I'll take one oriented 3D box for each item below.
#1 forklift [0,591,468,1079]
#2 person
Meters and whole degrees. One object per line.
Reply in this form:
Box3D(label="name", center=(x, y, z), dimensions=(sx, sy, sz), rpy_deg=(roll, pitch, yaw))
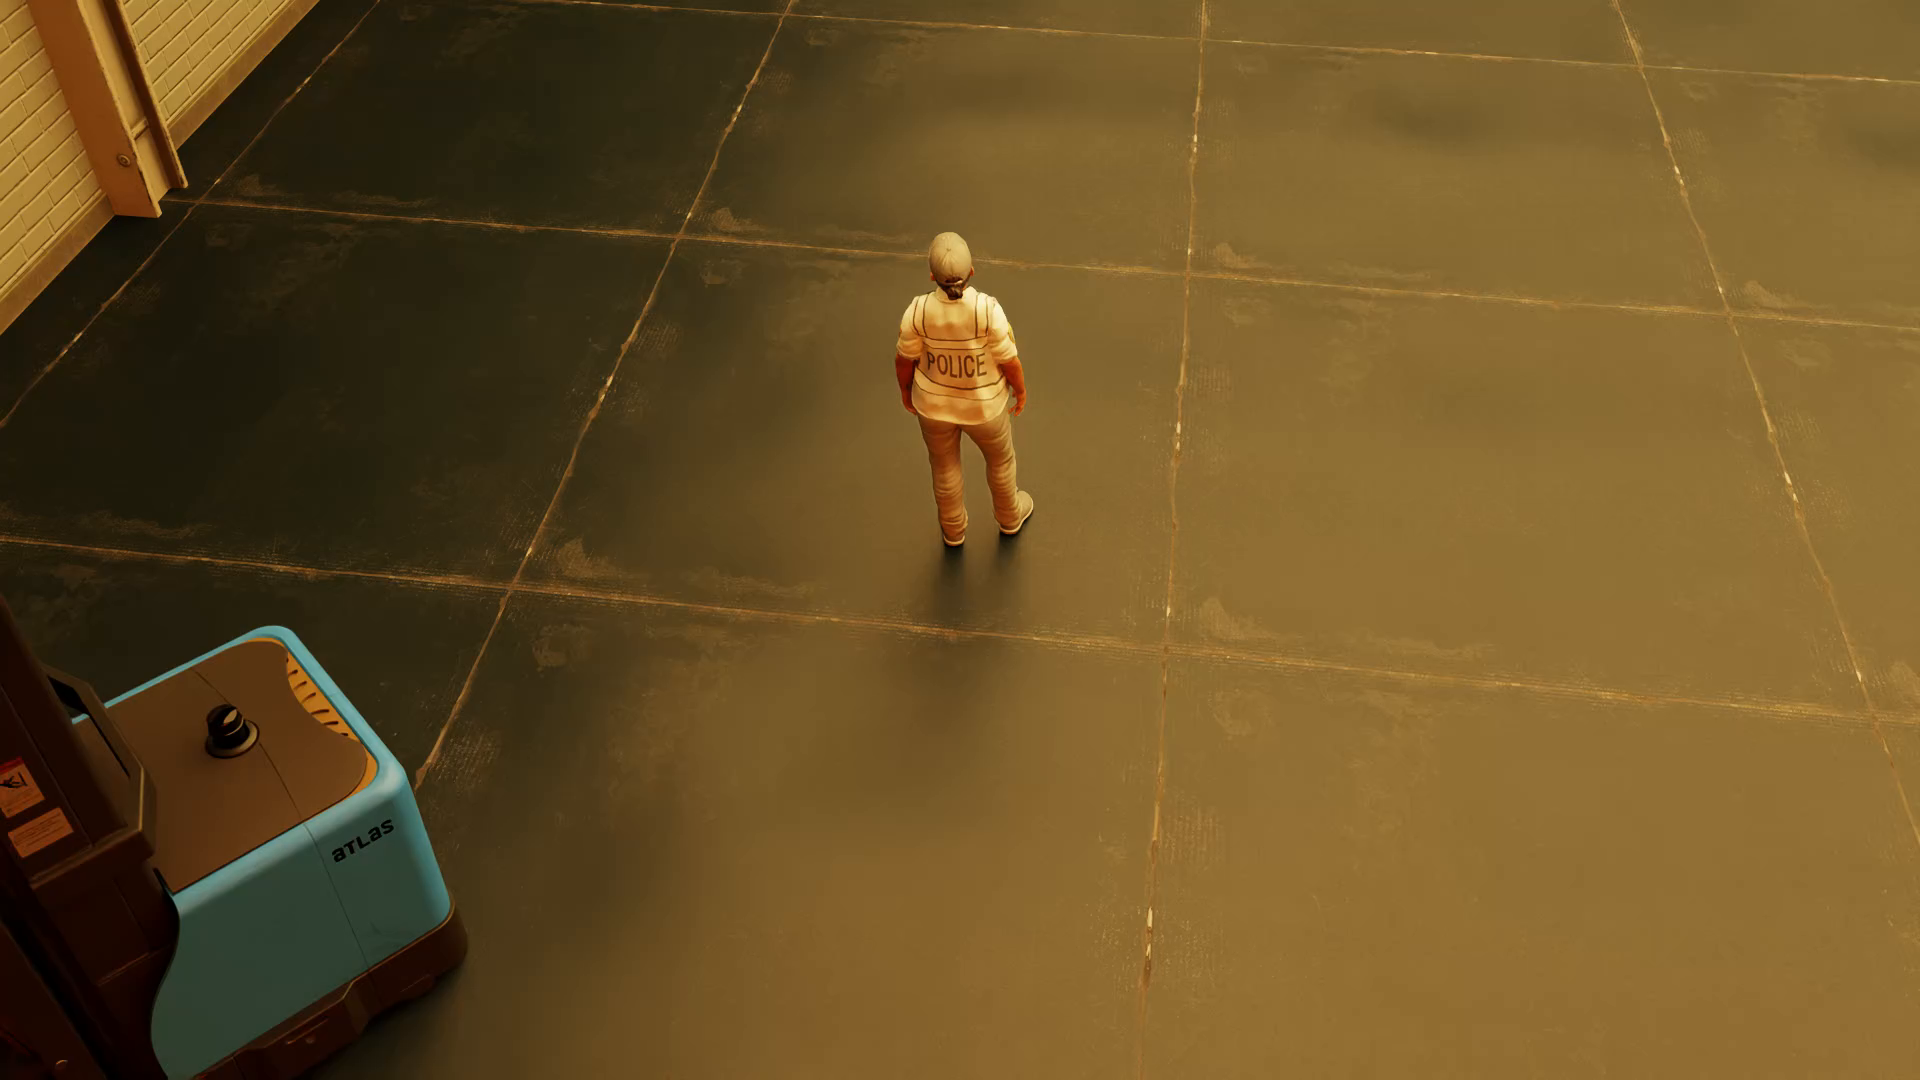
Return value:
Box3D(label="forklift", center=(-3.261, 0.896, 4.749), dimensions=(3.031, 2.935, 1.130), rpy_deg=(-31, 51, -29))
Box3D(label="person", center=(0.032, -0.669, 7.376), dimensions=(0.599, 1.670, 0.529), rpy_deg=(5, 43, 6))
